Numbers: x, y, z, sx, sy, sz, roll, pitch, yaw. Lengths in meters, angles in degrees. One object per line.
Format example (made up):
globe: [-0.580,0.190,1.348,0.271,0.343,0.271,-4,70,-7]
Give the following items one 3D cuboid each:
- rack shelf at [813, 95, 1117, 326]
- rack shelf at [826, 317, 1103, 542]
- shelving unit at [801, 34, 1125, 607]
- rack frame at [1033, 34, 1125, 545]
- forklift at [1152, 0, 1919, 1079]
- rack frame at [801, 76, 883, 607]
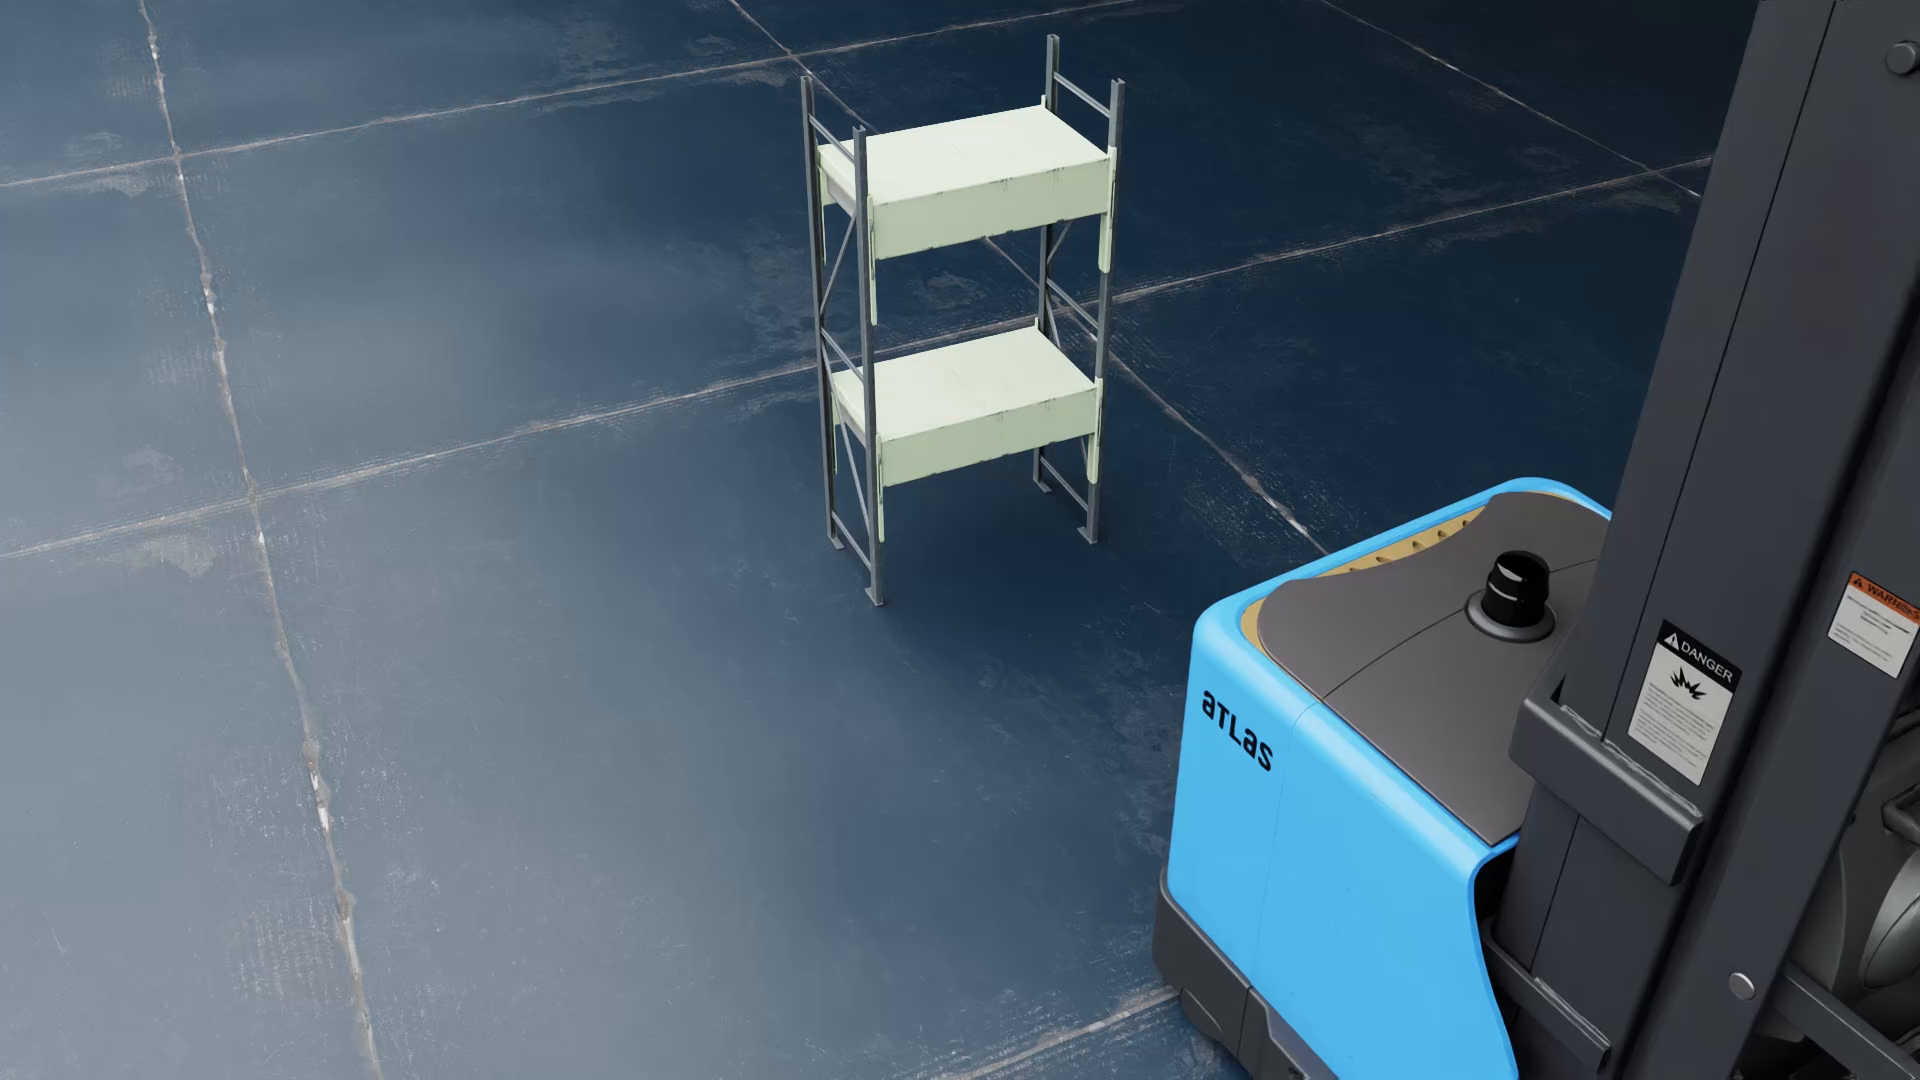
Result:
rack shelf: [0.006,-0.918,4.573,0.720,0.370,0.431,-16,39,-20]
rack shelf: [0.006,-0.342,5.000,0.720,0.370,0.431,-16,39,-20]
shelving unit: [0.006,-0.604,4.805,0.755,1.500,0.431,-16,39,-20]
rack frame: [0.337,-0.697,4.930,0.023,1.500,0.400,-16,39,-20]
forklift: [1.640,0.423,2.220,1.130,2.935,3.031,-20,41,-25]
rack frame: [-0.325,-0.511,4.681,0.023,1.500,0.400,-16,39,-20]
